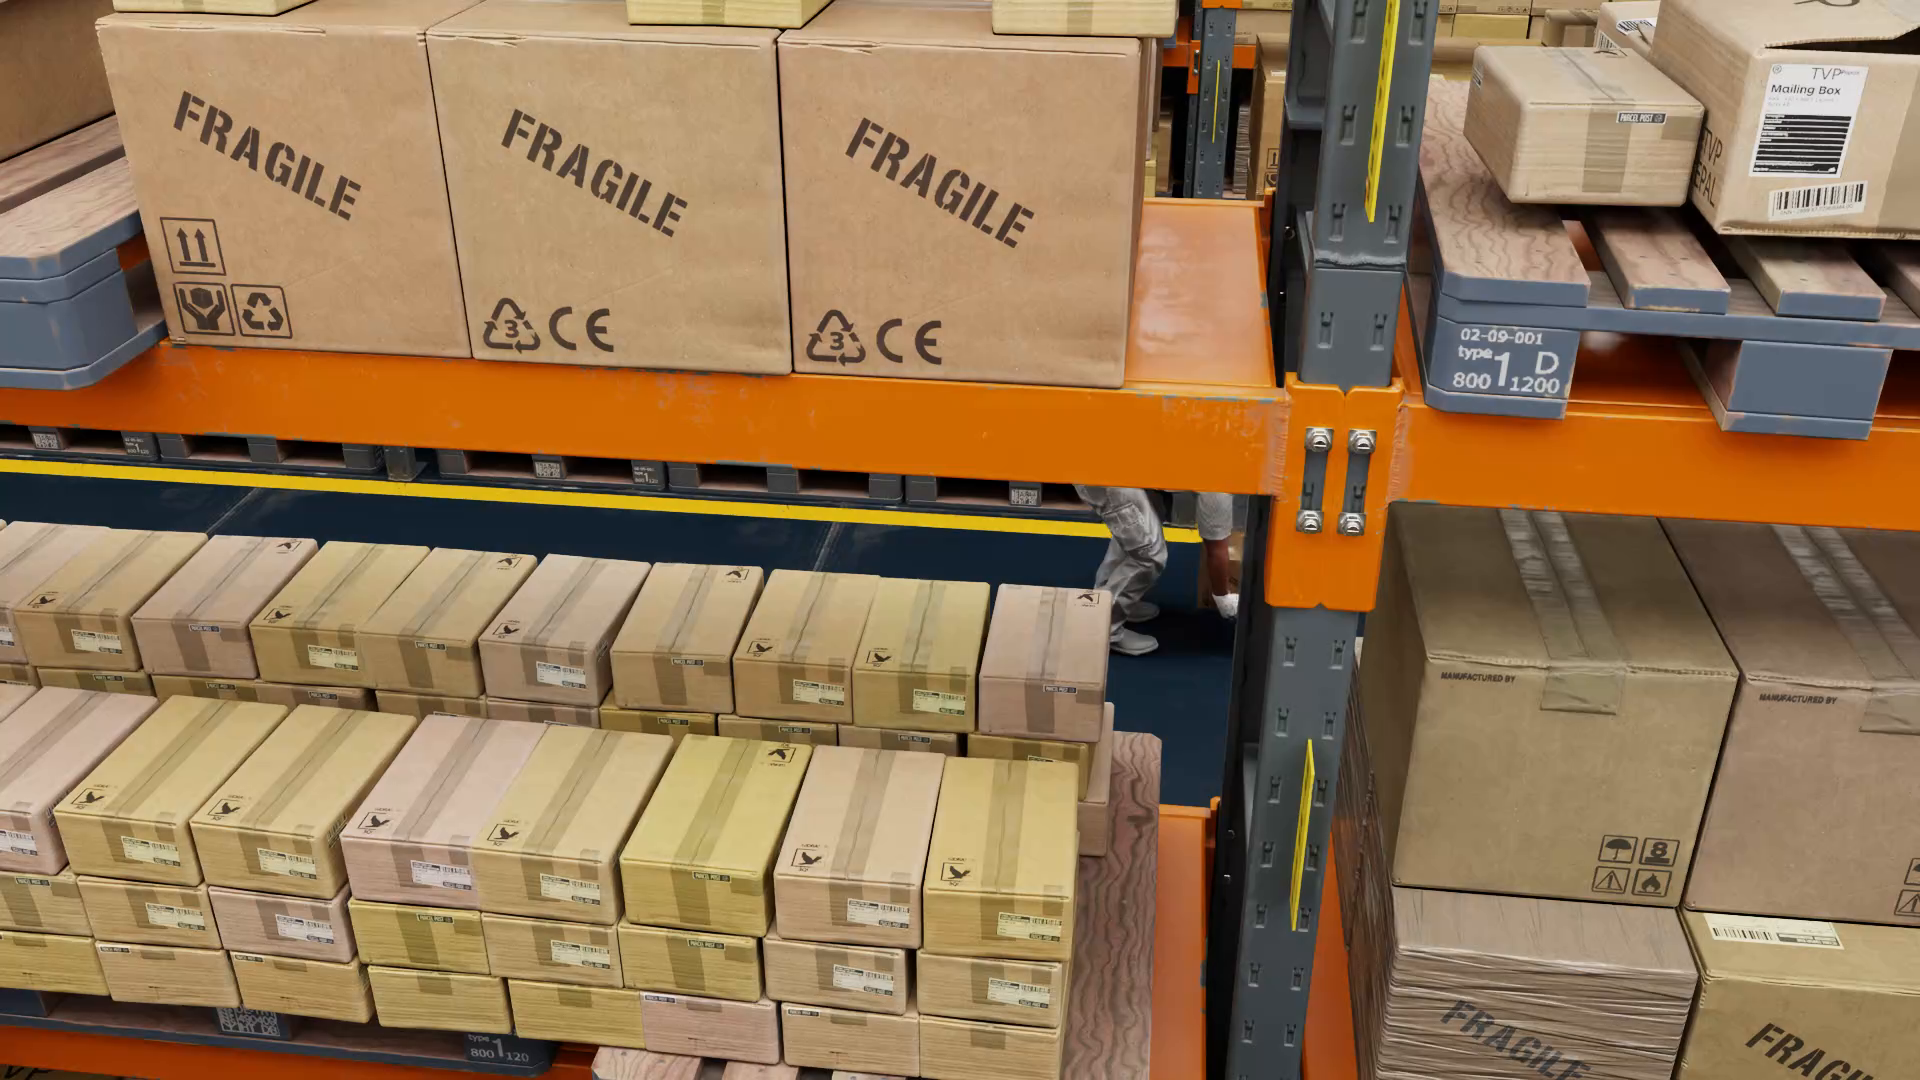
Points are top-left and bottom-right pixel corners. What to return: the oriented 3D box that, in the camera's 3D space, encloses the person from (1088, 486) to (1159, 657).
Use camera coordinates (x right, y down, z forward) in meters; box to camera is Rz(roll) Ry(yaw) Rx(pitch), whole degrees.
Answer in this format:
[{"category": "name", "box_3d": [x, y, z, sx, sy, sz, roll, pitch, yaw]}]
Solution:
[{"category": "person", "box_3d": [0.771, -0.386, 6.826, 0.588, 1.778, 0.491, 3, 28, 5]}]
